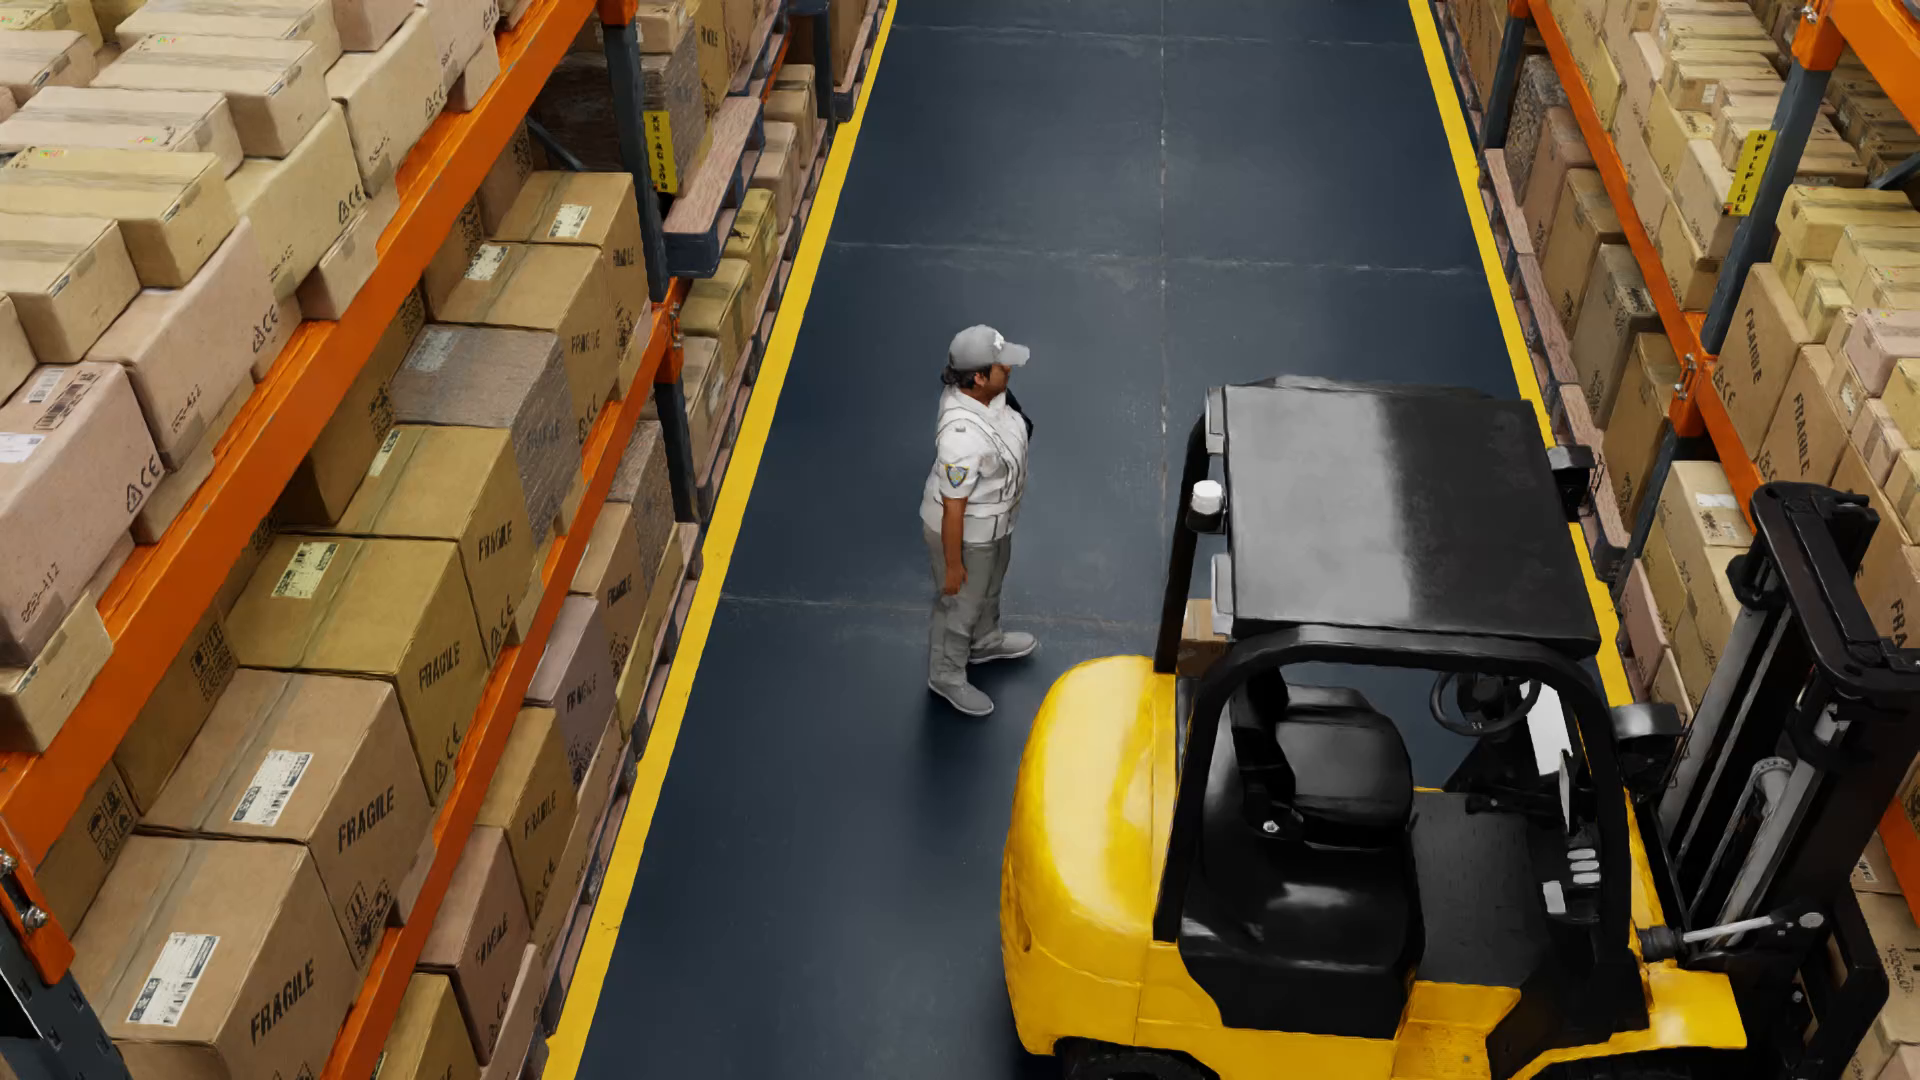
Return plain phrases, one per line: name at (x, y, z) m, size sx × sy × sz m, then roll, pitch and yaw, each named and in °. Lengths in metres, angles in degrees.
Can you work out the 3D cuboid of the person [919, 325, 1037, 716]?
person at (0.071, -0.074, 6.216) m, size 0.433 × 1.667 × 0.579 m, roll 6°, pitch 41°, yaw 7°
